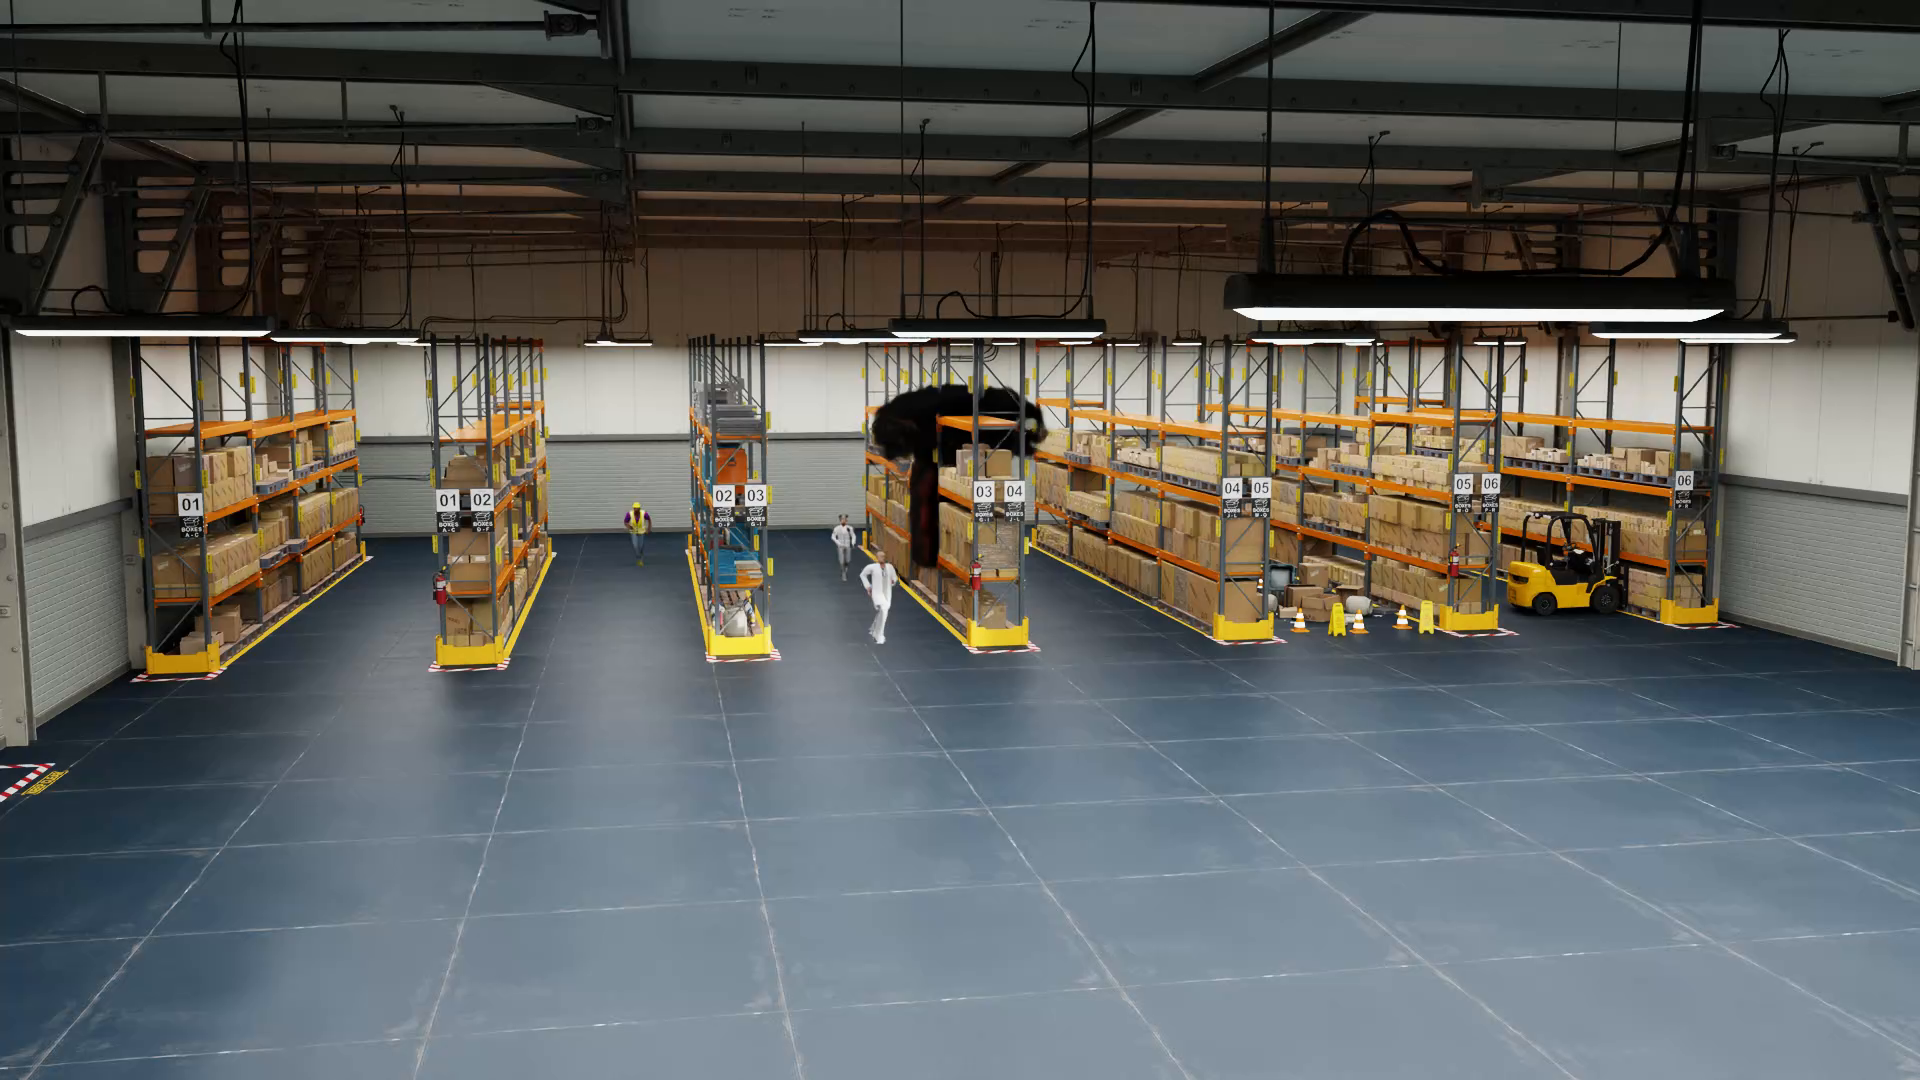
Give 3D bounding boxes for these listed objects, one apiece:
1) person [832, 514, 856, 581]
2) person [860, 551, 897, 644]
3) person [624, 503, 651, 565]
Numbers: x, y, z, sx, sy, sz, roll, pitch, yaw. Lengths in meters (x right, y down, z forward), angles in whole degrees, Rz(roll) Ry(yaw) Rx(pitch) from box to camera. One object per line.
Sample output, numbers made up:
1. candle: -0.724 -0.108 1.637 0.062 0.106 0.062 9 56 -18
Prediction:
1. person: -2.889 0.168 41.413 0.616 1.651 0.514 -1 7 -8
2. person: -1.546 1.123 32.576 0.681 1.834 0.816 -4 8 -34
3. person: -8.574 -0.168 44.262 0.690 1.685 0.738 -1 7 -7
